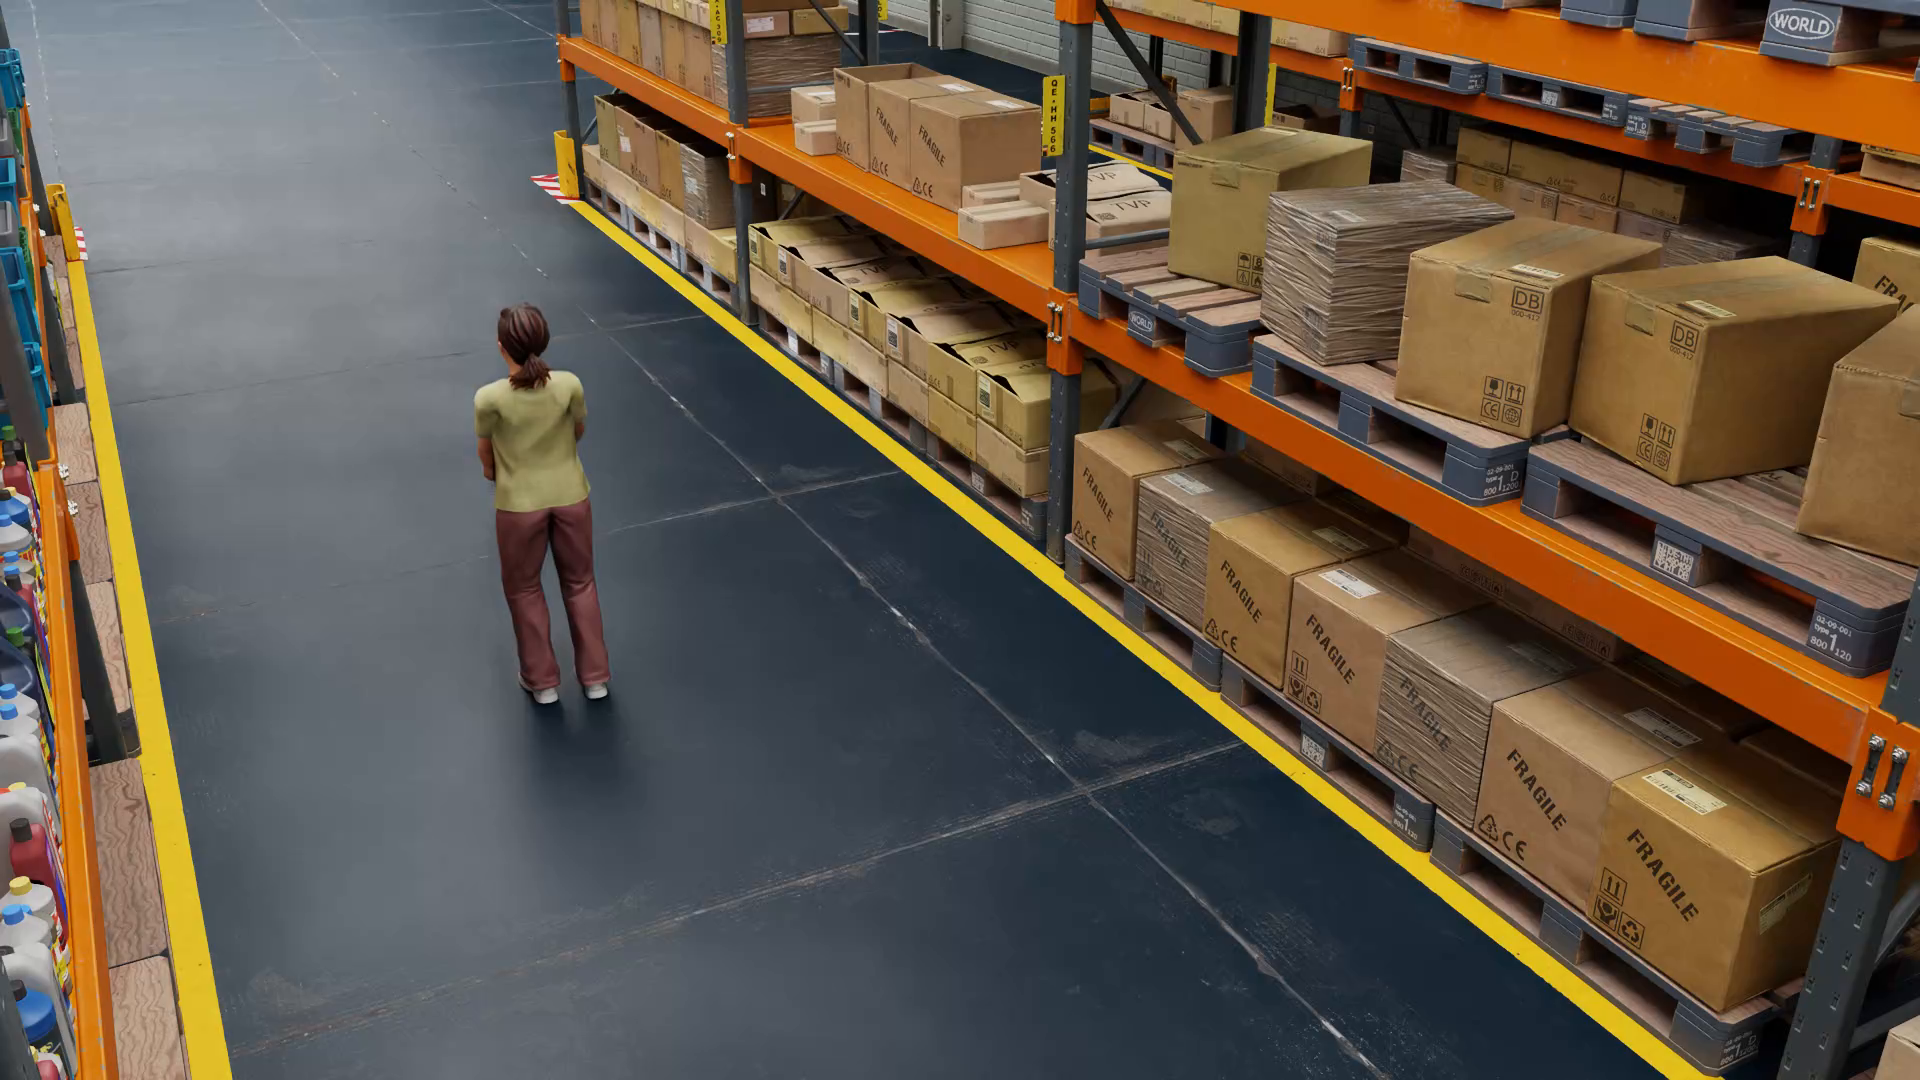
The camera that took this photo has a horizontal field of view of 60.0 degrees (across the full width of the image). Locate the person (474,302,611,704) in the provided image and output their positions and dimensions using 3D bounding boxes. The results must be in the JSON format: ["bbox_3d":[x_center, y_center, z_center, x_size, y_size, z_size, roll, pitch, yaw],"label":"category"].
[{"bbox_3d":[-1.633,-0.148,6.437,0.425,1.663,0.561,-12,28,-24],"label":"person"}]
